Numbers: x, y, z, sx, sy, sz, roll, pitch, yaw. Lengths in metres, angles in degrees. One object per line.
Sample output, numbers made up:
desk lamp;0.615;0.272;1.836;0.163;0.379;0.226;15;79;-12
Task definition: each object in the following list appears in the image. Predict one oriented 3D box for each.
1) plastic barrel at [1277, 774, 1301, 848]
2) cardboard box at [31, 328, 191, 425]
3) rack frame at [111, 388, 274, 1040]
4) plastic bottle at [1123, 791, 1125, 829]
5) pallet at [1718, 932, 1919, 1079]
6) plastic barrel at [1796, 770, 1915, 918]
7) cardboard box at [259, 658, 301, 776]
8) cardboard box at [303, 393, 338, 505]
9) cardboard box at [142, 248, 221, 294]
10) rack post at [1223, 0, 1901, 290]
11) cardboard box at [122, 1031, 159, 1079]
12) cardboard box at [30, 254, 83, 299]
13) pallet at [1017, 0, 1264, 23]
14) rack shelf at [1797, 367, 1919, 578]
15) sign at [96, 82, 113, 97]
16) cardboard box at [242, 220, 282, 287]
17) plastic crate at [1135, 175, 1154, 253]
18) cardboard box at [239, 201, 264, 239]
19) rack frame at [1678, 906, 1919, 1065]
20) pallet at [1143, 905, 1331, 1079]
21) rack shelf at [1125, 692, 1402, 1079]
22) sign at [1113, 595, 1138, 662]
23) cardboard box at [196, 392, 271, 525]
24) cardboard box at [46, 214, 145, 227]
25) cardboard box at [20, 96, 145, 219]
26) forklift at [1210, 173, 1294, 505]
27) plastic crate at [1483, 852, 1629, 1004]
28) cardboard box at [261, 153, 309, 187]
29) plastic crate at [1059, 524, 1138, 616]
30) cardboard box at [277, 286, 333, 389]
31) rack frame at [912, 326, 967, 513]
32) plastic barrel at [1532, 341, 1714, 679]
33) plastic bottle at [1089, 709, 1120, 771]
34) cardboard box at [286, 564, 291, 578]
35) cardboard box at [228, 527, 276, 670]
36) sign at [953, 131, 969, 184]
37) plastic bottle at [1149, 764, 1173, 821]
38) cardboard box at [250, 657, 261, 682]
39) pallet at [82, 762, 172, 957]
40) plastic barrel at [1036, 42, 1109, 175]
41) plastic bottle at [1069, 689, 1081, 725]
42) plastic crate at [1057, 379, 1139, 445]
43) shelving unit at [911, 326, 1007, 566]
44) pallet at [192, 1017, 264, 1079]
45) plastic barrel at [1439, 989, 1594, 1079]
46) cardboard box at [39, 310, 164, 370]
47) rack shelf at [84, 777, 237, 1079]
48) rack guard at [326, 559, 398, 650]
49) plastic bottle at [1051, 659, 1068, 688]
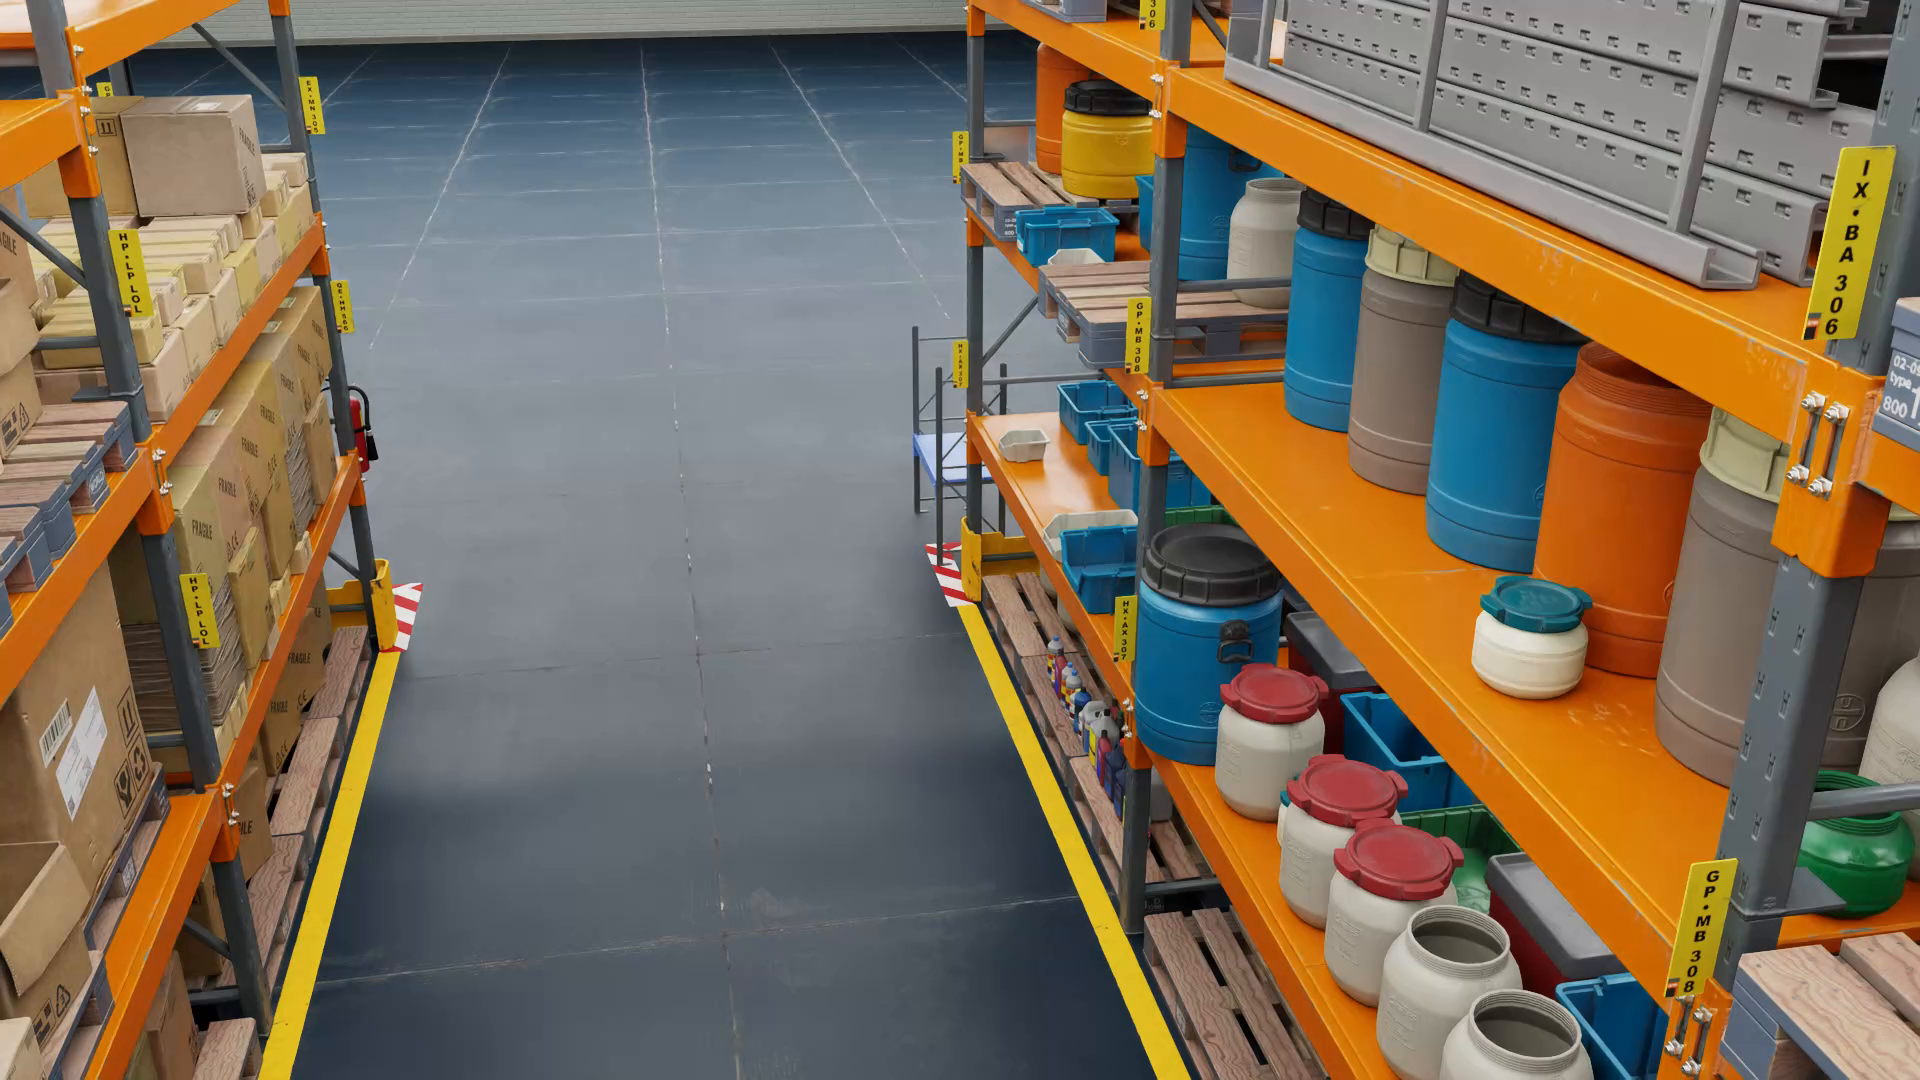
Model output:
plastic barrel;1.380;1.087;6.429;0.301;0.262;0.301;0;24;0
cardboard box;-3.413;-0.644;6.658;0.500;0.250;0.500;-5;24;-12
rack frame;-3.582;0.858;6.780;1.000;3.000;0.127;-4;24;-10
plastic bottle;0.873;1.370;8.452;0.061;0.283;0.133;-3;24;-7
pallet;2.071;1.085;2.749;1.003;0.211;1.213;-4;24;-10
plastic barrel;1.929;0.668;3.661;0.294;0.245;0.294;0;24;0
cardboard box;-3.981;0.965;9.134;0.500;0.500;0.500;-2;24;-5
cardboard box;-4.036;-0.491;9.373;0.875;0.500;0.500;-4;24;-10
cardboard box;-3.536;-1.194;7.419;0.380;0.149;0.250;-5;24;-11
rack post;1.734;-1.581;4.620;1.013;1.000;3.121;-4;24;-10
cardboard box;-3.420;2.234;6.203;0.700;0.500;0.500;-4;24;-10
cardboard box;-4.069;-1.155;7.330;0.380;0.149;0.250;-3;24;-8
pallet;0.877;-2.791;8.375;1.003;0.211;1.213;-4;24;-10
rack shelf;2.395;0.615;1.239;1.077;0.370;4.000;-4;24;-10
sign;-4.855;-2.450;9.515;0.100;0.325;0.005;-4;24;-10
cardboard box;-3.801;-1.452;8.509;0.500;0.250;0.500;-4;24;-9
plastic crate;1.195;-1.721;8.958;0.392;0.384;0.575;-4;24;-10
cardboard box;-3.730;-1.605;8.362;0.380;0.149;0.250;-6;24;-12
rack frame;2.025;2.065;4.017;1.000;3.000;0.127;-4;24;-10
pallet;1.469;2.075;7.477;1.003;0.211;1.213;-4;24;-10
rack shelf;1.656;1.608;5.962;1.077;0.370;4.000;-4;24;-10
sign;0.743;0.401;7.481;0.100;0.325;0.005;-4;24;-10
cardboard box;-3.601;-0.371;7.849;0.500;0.500;0.500;-4;24;-10
cardboard box;-4.291;-1.564;8.268;0.380;0.149;0.250;-5;24;-12
cardboard box;-4.312;-1.897;8.220;0.500;0.500;0.500;-4;24;-10
forklift;2.873;-1.815;12.986;3.031;2.935;1.130;-8;25;-18
plastic crate;2.027;1.377;5.511;0.402;0.464;0.583;-4;24;-10
cardboard box;-3.963;-2.118;9.535;0.380;0.149;0.250;-4;24;-10
plastic crate;0.814;0.144;8.600;0.499;0.251;0.616;-4;24;-10
cardboard box;-3.977;-1.158;9.649;0.500;0.500;0.500;-4;24;-10
rack frame;-0.110;-0.921;12.727;0.500;1.500;0.032;-4;24;-10
plastic barrel;1.966;-0.103;4.696;0.600;0.830;0.708;-4;24;-10
plastic bottle;0.788;1.069;9.056;0.144;0.351;0.185;-4;24;-10
cardboard box;-3.707;0.182;8.641;0.380;0.149;0.250;-4;24;-10
cardboard box;-3.662;0.295;7.572;0.875;0.500;0.500;-4;24;-10
sign;0.005;-2.421;10.530;0.100;0.325;0.005;-4;24;-10
plastic bottle;1.025;1.261;8.617;0.144;0.351;0.185;-4;24;-10
cardboard box;-3.488;0.573;7.746;0.380;0.149;0.250;-4;24;-10
pallet;-3.584;1.257;6.105;1.003;0.211;1.213;-4;24;-10
plastic barrel;0.761;-2.664;10.035;0.600;0.830;0.708;-4;24;-10
plastic bottle;0.675;0.948;9.520;0.097;0.201;0.097;0;24;0
plastic crate;0.933;-0.839;10.851;0.499;0.251;0.616;-4;24;-10
shelving unit;-0.016;-0.721;12.269;0.538;1.500;1.048;-4;24;-10
pallet;-3.436;2.442;6.637;1.003;0.211;1.213;-4;24;-10
plastic barrel;1.625;1.625;4.885;0.421;0.512;0.421;0;24;0
cardboard box;-3.339;-0.781;6.475;0.380;0.149;0.250;-5;24;-11
rack shelf;-3.212;1.974;5.123;1.077;0.370;4.000;-4;24;-10
rack guard;-4.307;0.460;10.814;1.175;0.500;0.348;-4;24;-10
plastic bottle;0.594;0.776;9.915;0.097;0.201;0.097;0;24;0
